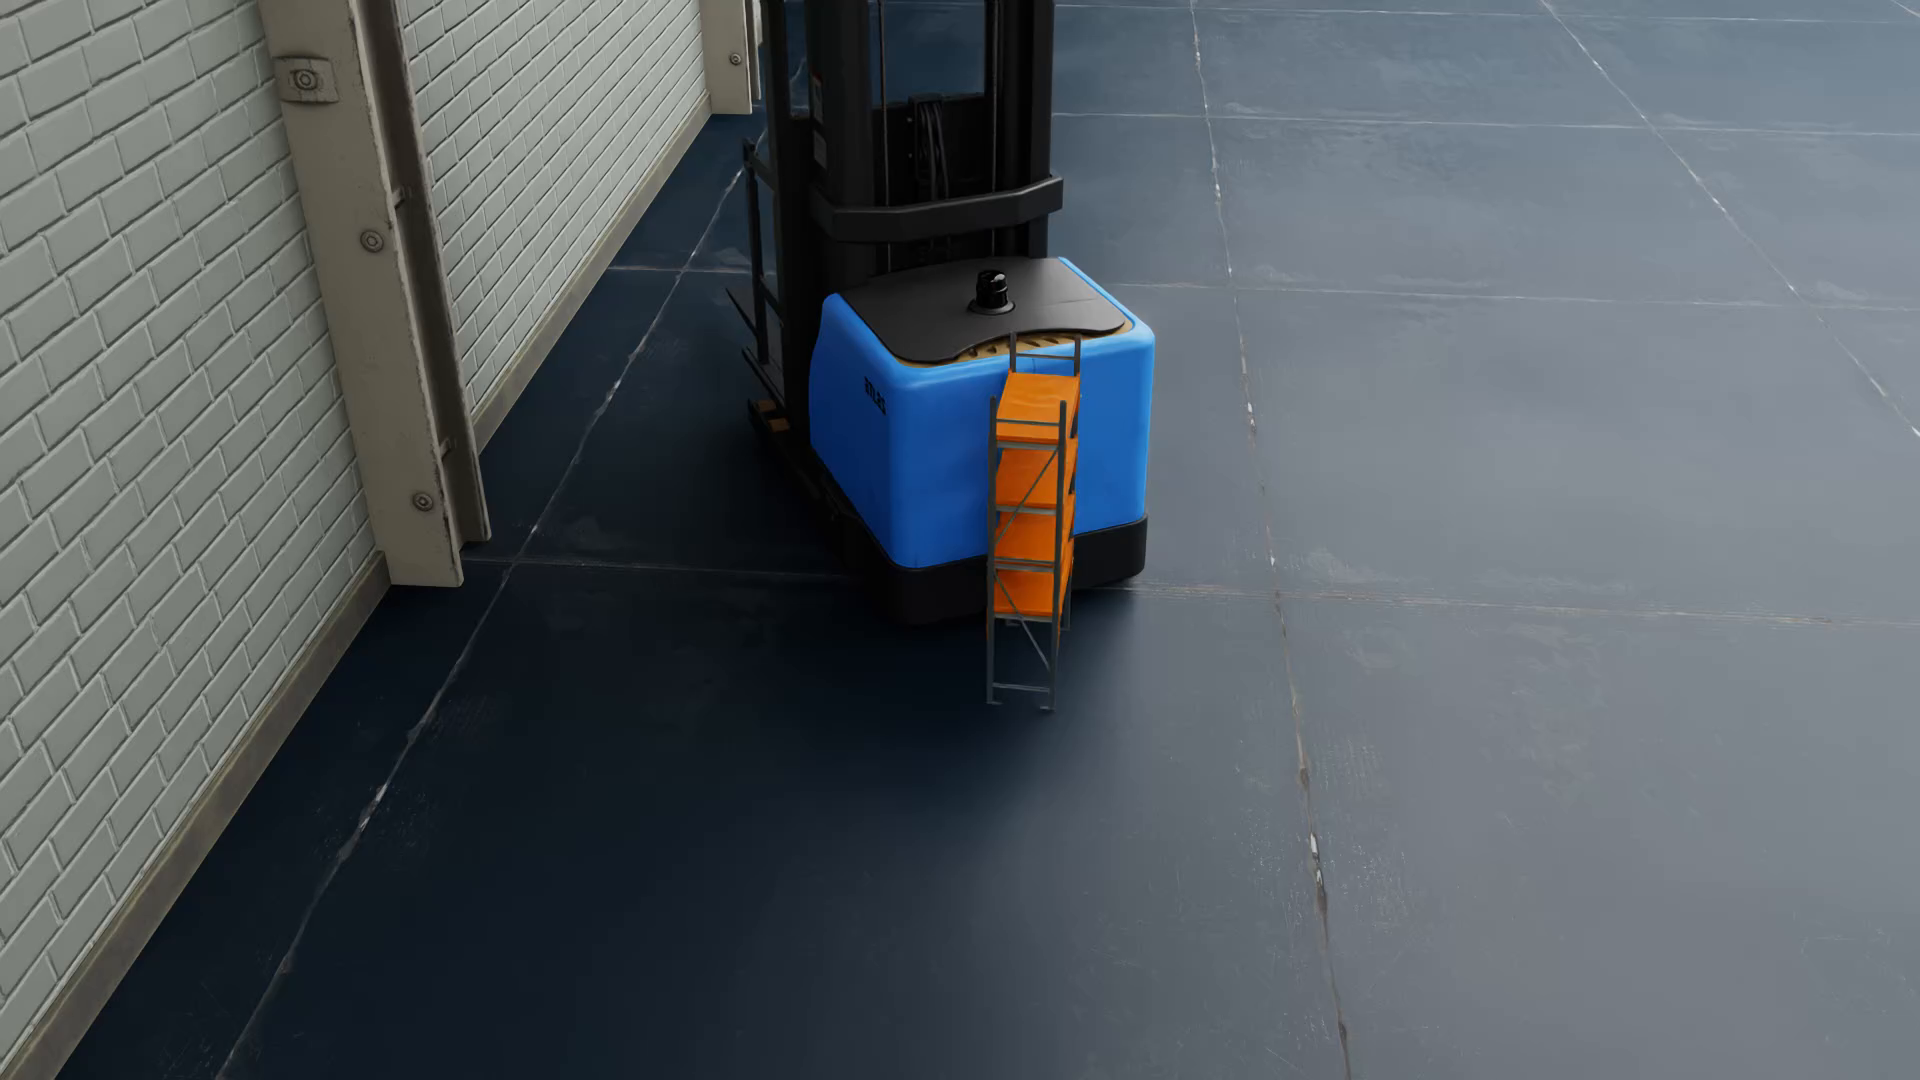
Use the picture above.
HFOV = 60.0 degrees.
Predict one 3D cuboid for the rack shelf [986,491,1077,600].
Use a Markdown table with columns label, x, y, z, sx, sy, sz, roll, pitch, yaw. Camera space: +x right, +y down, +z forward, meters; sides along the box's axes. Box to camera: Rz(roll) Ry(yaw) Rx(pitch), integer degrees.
| label | x | y | z | sx | sy | sz | roll | pitch | yaw |
| --- | --- | --- | --- | --- | --- | --- | --- | --- | --- |
| rack shelf | 0.250 | 0.002 | 5.731 | 0.258 | 0.148 | 0.480 | 5 | 32 | 8 |

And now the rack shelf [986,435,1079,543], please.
| label | x | y | z | sx | sy | sz | roll | pitch | yaw |
| --- | --- | --- | --- | --- | --- | --- | --- | --- | --- |
| rack shelf | 0.250 | -0.188 | 5.614 | 0.258 | 0.148 | 0.480 | 5 | 32 | 8 |

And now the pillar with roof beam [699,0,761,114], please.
| label | x | y | z | sx | sy | sz | roll | pitch | yaw |
| --- | --- | --- | --- | --- | --- | --- | --- | --- | --- |
| pillar with roof beam | 2.699 | -6.712 | 9.064 | 9.100 | 9.000 | 0.400 | 2 | 32 | 4 |

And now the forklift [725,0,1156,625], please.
| label | x | y | z | sx | sy | sz | roll | pitch | yaw |
| --- | --- | --- | --- | --- | --- | --- | --- | --- | --- |
| forklift | -0.307 | -1.695 | 6.707 | 1.130 | 2.935 | 3.031 | -12 | 34 | -19 |

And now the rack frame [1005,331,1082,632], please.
| label | x | y | z | sx | sy | sz | roll | pitch | yaw |
| --- | --- | --- | --- | --- | --- | --- | --- | --- | --- |
| rack frame | 0.288 | -0.181 | 5.901 | 0.240 | 1.200 | 0.015 | 5 | 32 | 8 |

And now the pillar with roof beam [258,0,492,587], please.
| label | x | y | z | sx | sy | sz | roll | pitch | yaw |
| --- | --- | --- | --- | --- | --- | --- | --- | --- | --- |
| pillar with roof beam | 2.211 | -3.575 | 3.973 | 9.100 | 9.000 | 0.400 | 2 | 32 | 4 |

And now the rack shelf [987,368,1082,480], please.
| label | x | y | z | sx | sy | sz | roll | pitch | yaw |
| --- | --- | --- | --- | --- | --- | --- | --- | --- | --- |
| rack shelf | 0.250 | -0.390 | 5.489 | 0.258 | 0.148 | 0.480 | 5 | 32 | 8 |

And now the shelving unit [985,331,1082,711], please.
| label | x | y | z | sx | sy | sz | roll | pitch | yaw |
| --- | --- | --- | --- | --- | --- | --- | --- | --- | --- |
| shelving unit | 0.250 | -0.055 | 5.696 | 0.258 | 1.200 | 0.503 | 5 | 32 | 8 |

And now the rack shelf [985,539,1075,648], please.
| label | x | y | z | sx | sy | sz | roll | pitch | yaw |
| --- | --- | --- | --- | --- | --- | --- | --- | --- | --- |
| rack shelf | 0.250 | 0.171 | 5.835 | 0.258 | 0.148 | 0.480 | 5 | 32 | 8 |

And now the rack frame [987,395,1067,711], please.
| label | x | y | z | sx | sy | sz | roll | pitch | yaw |
| --- | --- | --- | --- | --- | --- | --- | --- | --- | --- |
| rack frame | 0.213 | 0.071 | 5.490 | 0.240 | 1.200 | 0.015 | 5 | 32 | 8 |
